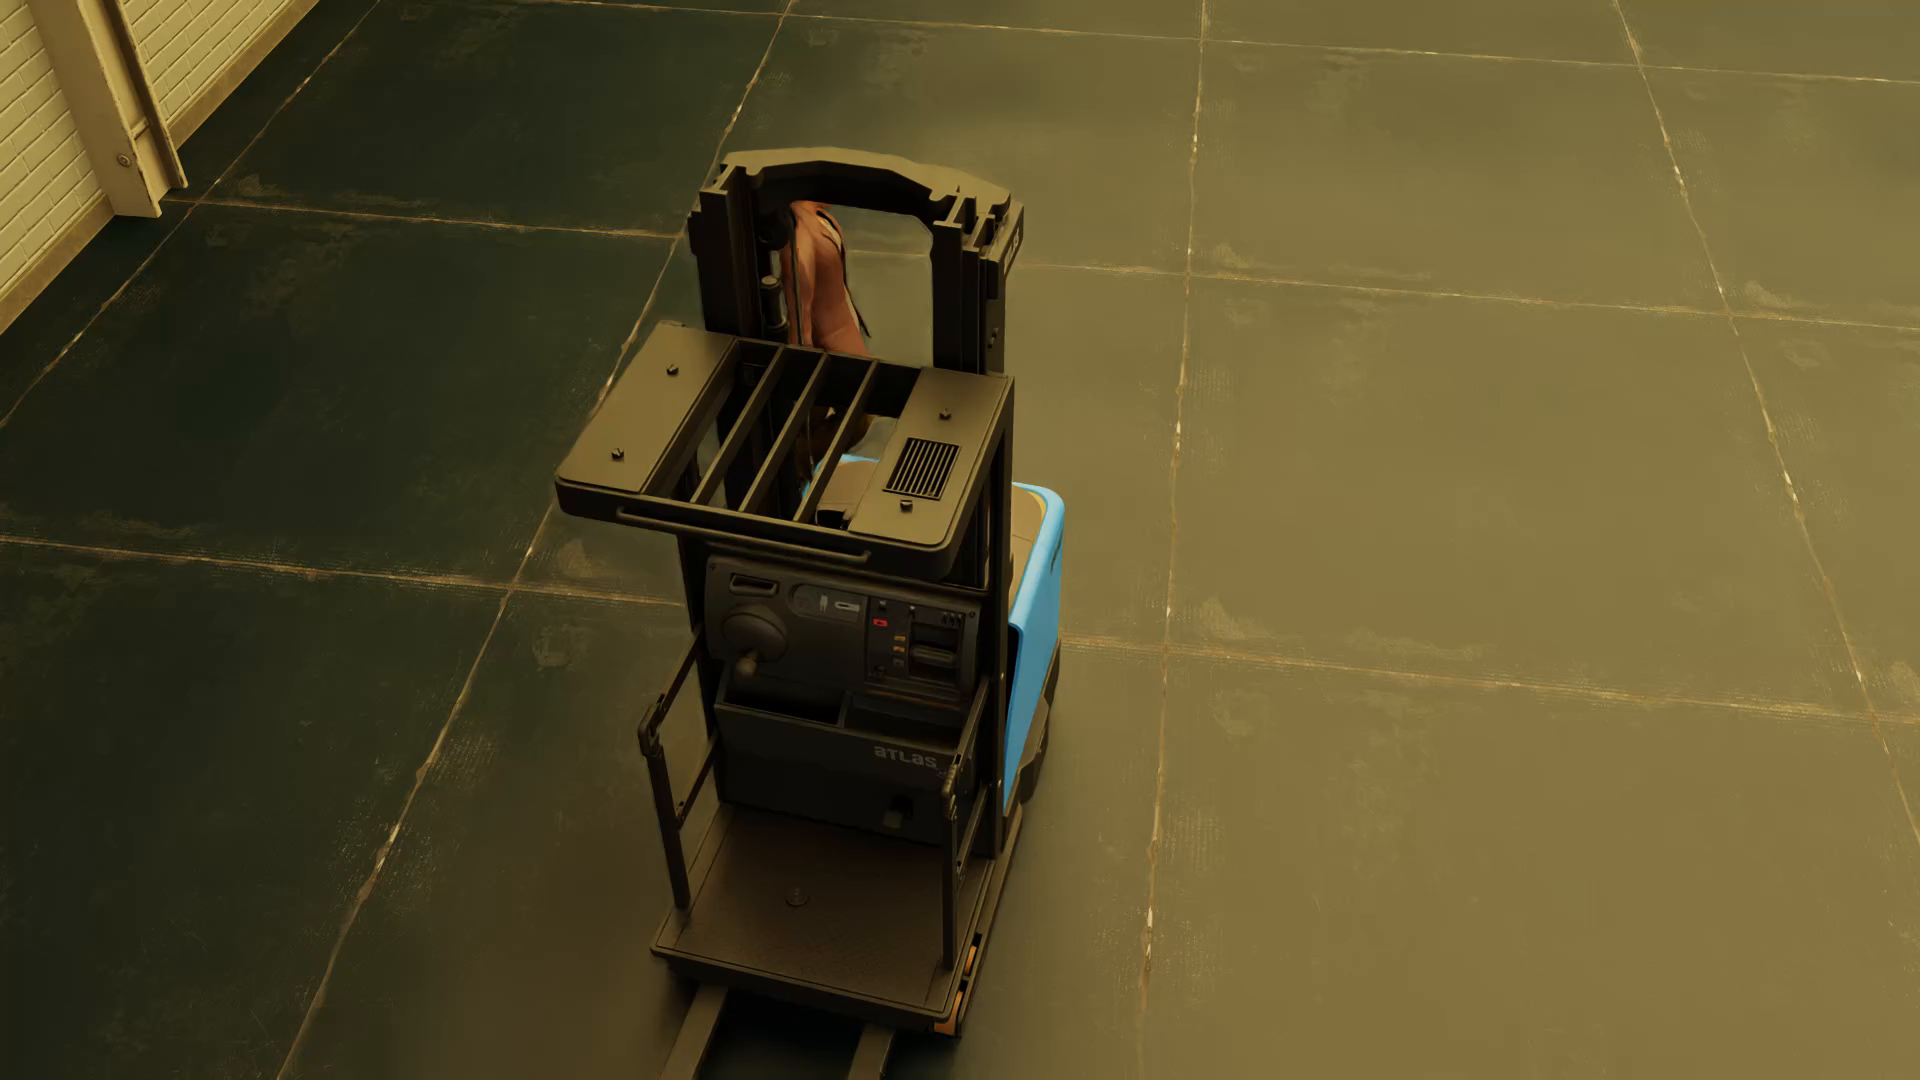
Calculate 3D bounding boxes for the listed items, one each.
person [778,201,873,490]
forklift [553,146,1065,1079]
[{"bbox_3d":[-0.656,-0.972,7.714,0.577,1.687,0.939,0,43,0],"label":"person"},{"bbox_3d":[-0.445,0.394,5.295,1.130,2.935,3.031,10,44,11],"label":"forklift"}]
